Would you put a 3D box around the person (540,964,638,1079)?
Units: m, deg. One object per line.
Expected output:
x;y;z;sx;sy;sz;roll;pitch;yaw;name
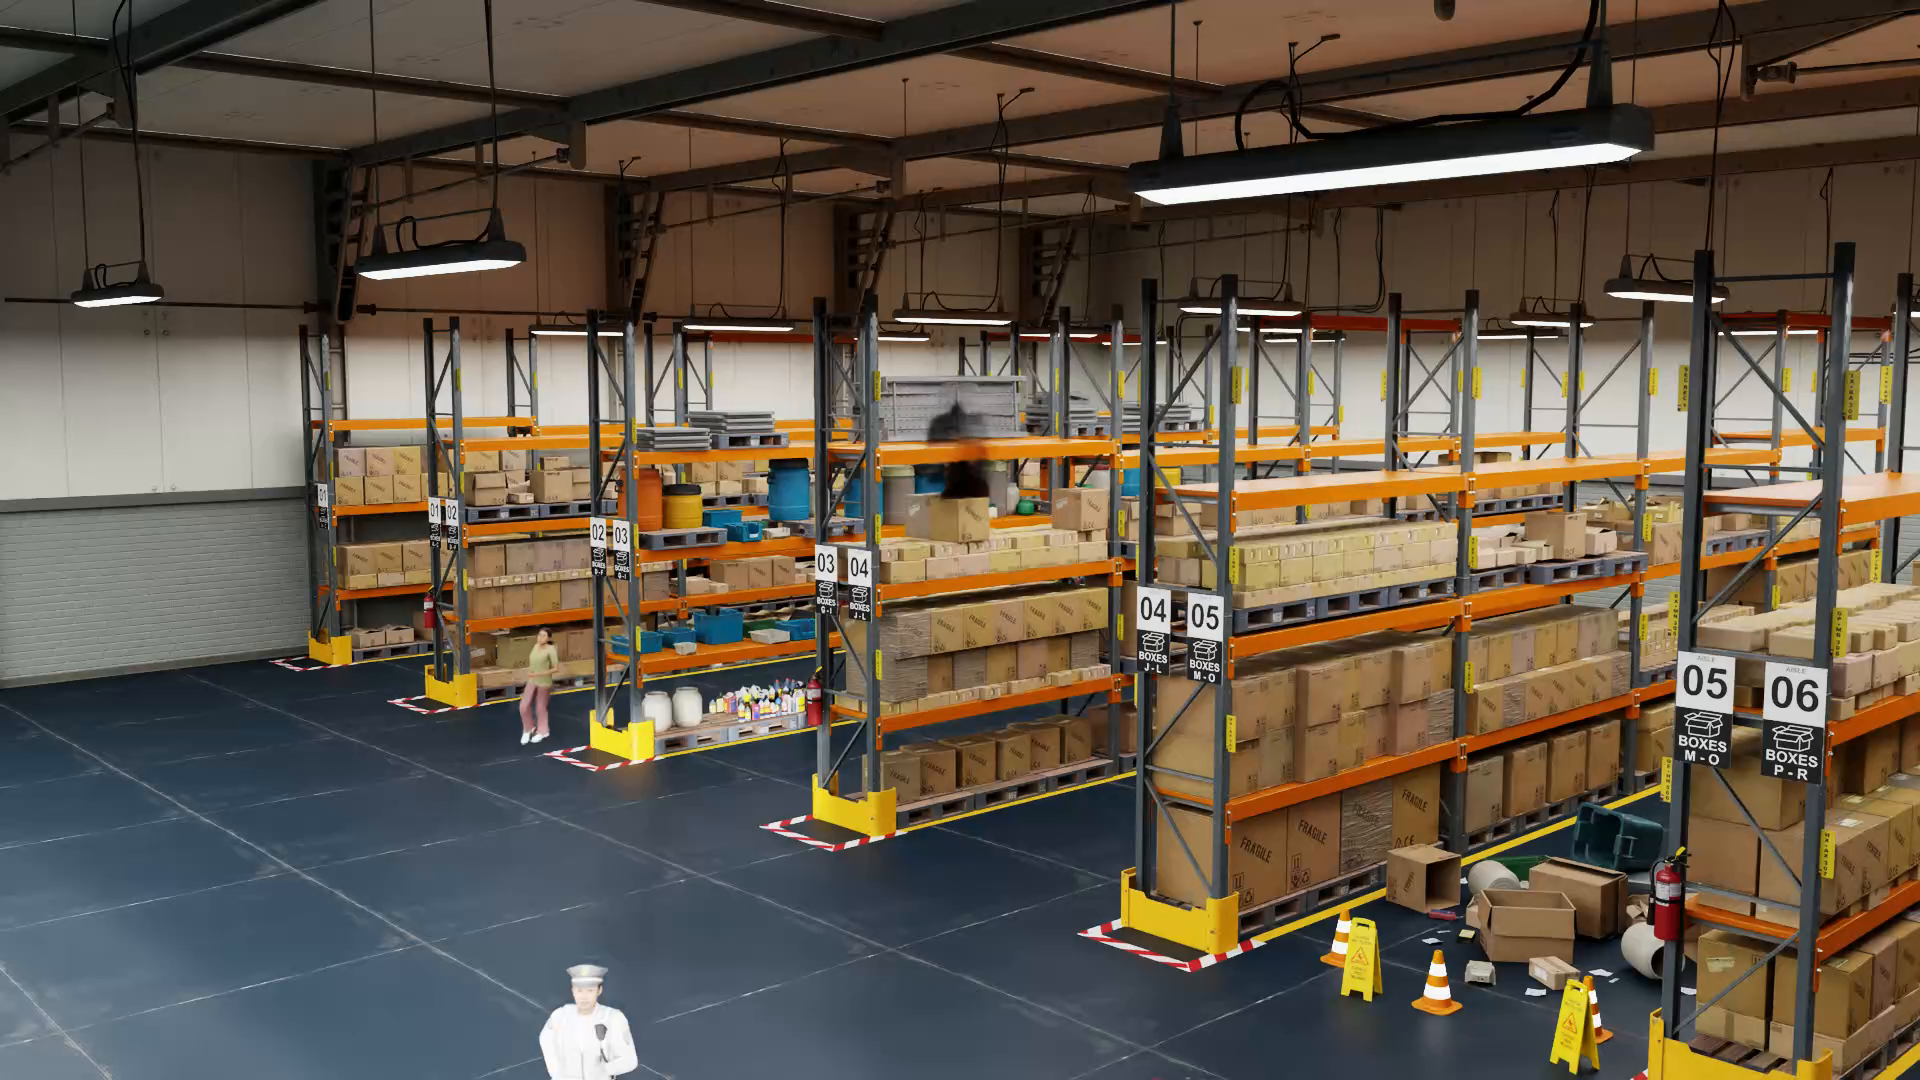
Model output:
-2.193;3.337;9.805;0.593;1.753;0.709;-1;6;-7;person

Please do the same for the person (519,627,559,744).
-5.817;2.019;23.117;0.590;1.657;0.612;2;6;16;person
